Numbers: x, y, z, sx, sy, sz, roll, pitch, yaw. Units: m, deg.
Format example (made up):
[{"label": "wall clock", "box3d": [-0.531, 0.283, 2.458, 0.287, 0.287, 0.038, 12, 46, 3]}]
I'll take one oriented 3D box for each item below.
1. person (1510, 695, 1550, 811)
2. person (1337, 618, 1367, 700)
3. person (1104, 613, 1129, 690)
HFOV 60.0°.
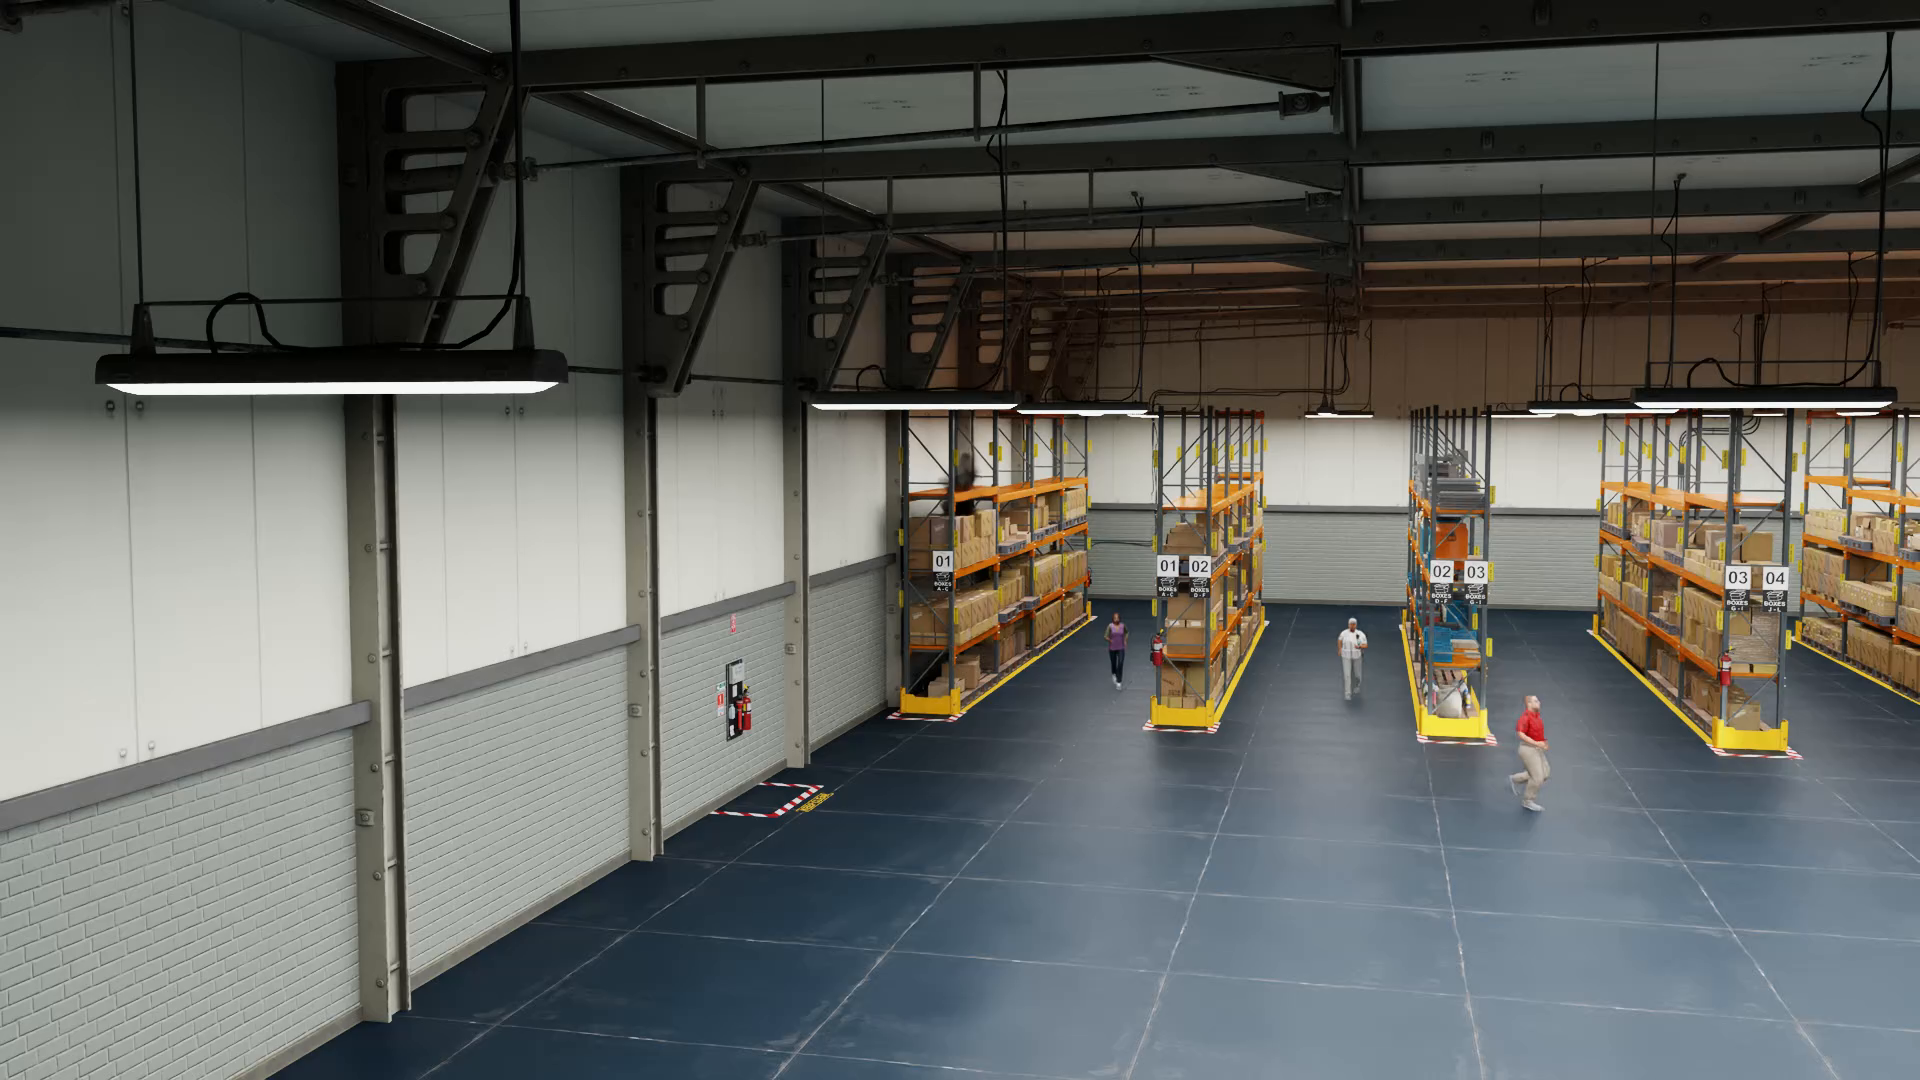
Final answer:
[{"label": "person", "box3d": [8.430, 3.129, 24.568, 0.601, 1.692, 0.697, 3, 5, 35]}, {"label": "person", "box3d": [8.061, 2.430, 34.229, 0.599, 1.643, 0.904, 1, 4, 16]}, {"label": "person", "box3d": [3.361, 2.357, 35.691, 0.538, 1.606, 0.877, 0, 4, 3]}]
